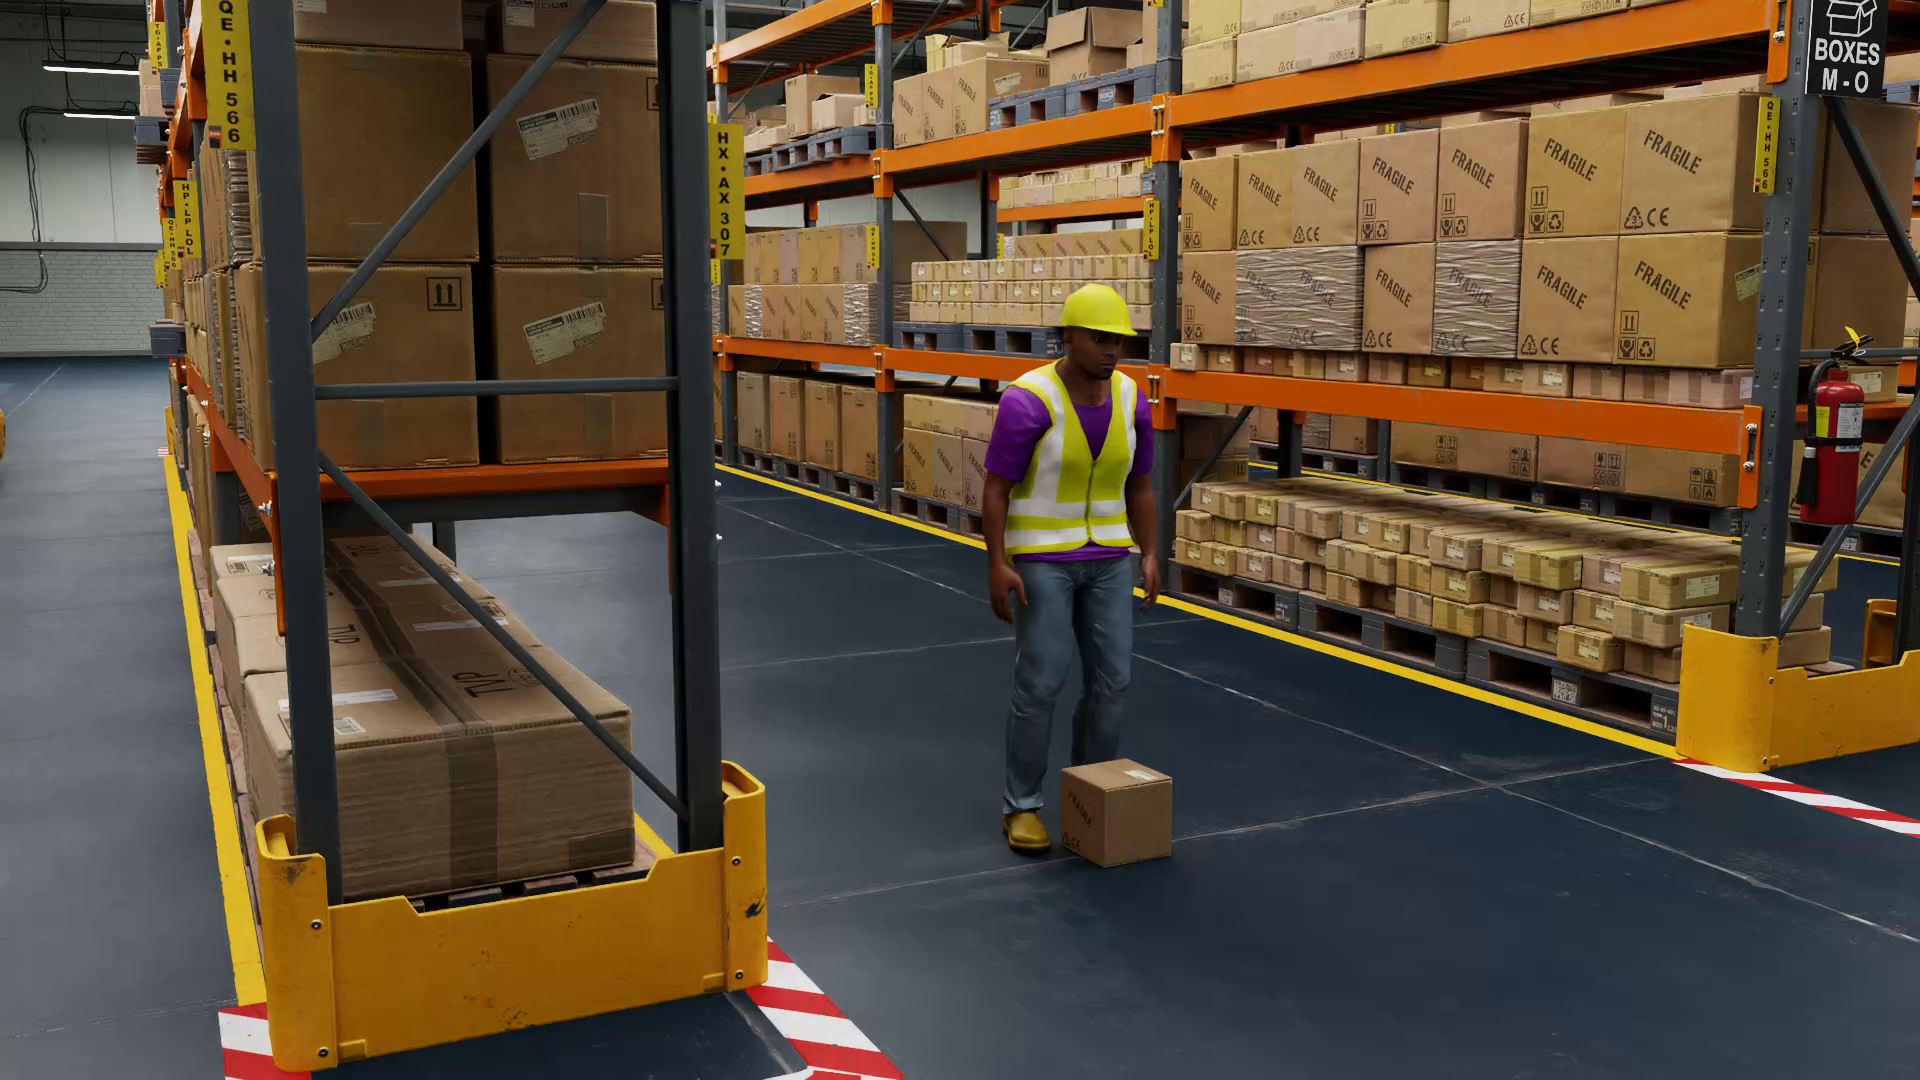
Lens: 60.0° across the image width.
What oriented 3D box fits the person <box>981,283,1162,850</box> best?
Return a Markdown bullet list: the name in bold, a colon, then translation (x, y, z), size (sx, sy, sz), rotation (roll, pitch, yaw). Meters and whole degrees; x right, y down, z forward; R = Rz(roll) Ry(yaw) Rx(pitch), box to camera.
- **person**: translation (0.368, 0.075, 5.275), size (0.626, 1.760, 0.461), rotation (-4, 9, -26)
